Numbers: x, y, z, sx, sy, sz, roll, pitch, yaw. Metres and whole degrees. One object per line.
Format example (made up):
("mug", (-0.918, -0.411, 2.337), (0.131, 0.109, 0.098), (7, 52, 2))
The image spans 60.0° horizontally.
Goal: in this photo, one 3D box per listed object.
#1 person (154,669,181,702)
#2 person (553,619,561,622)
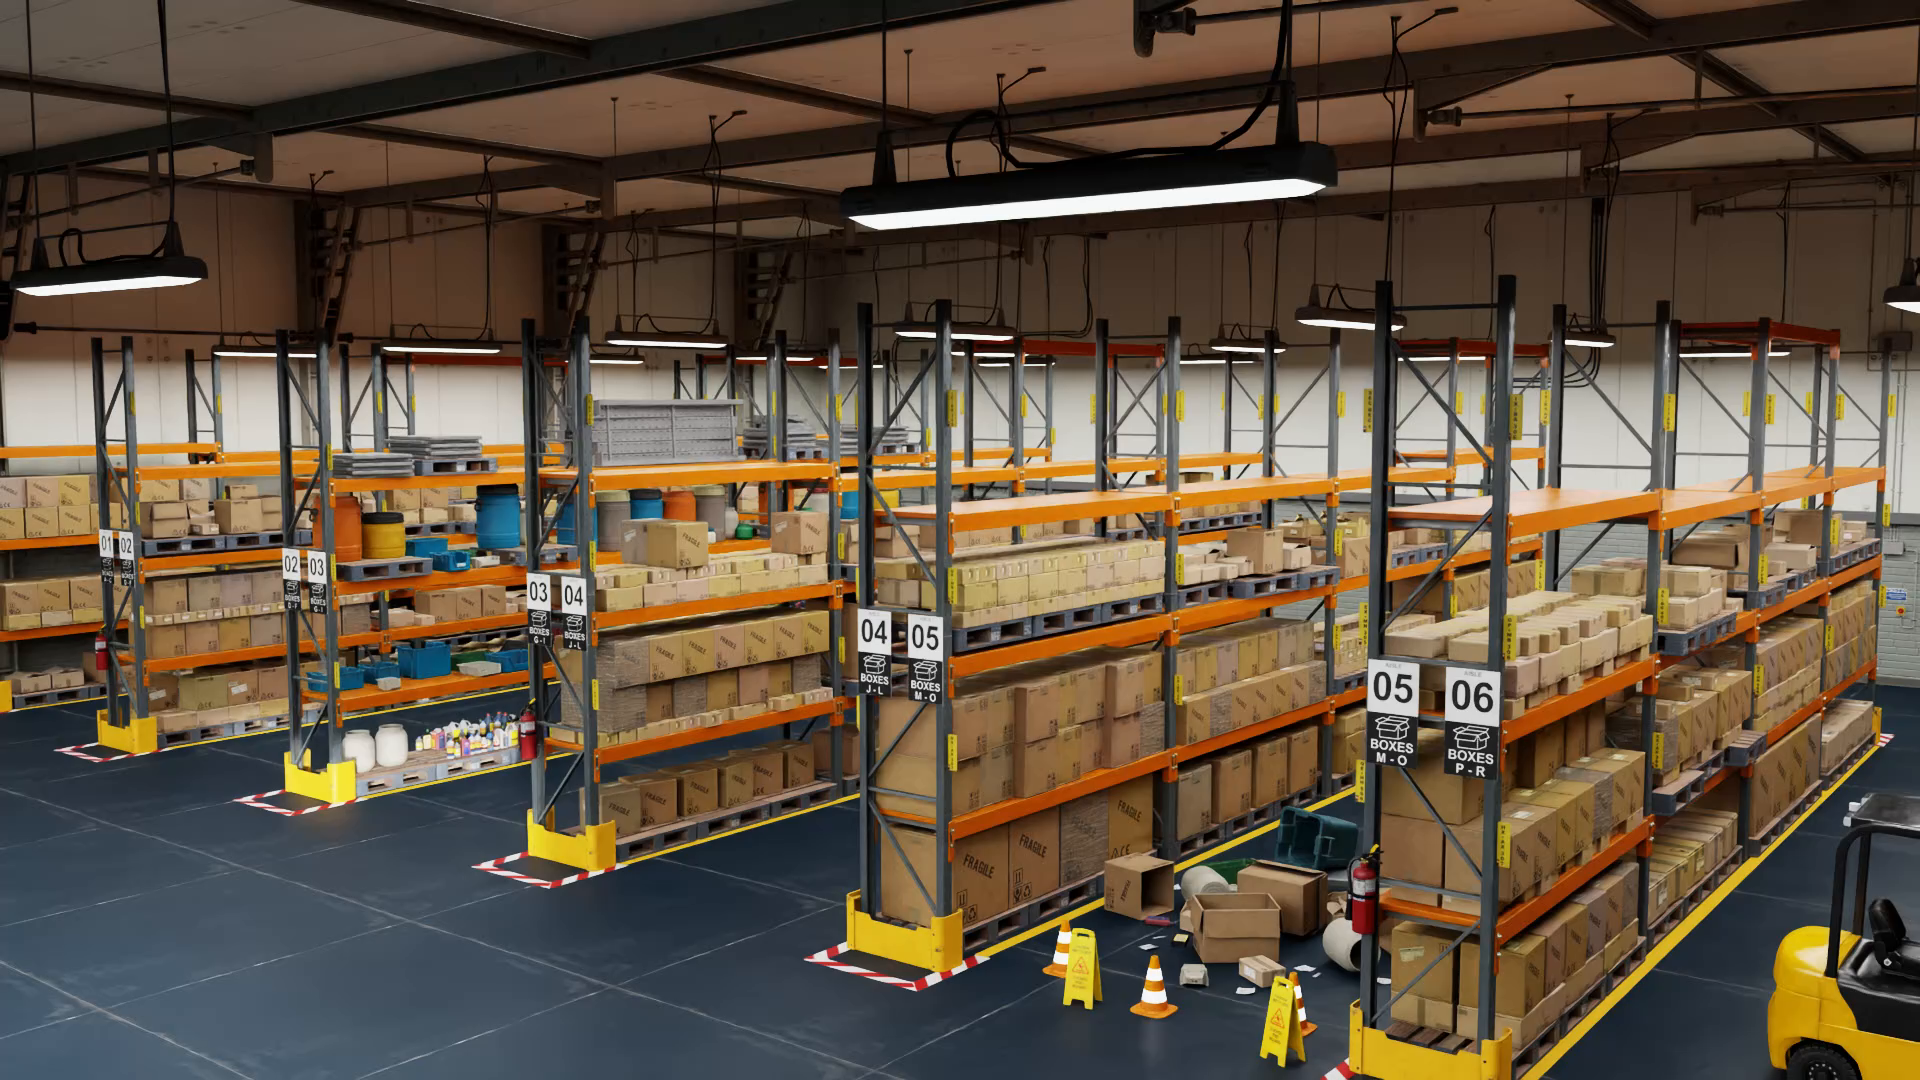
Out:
("person", (-12.698, 2.052, 26.366), (0.467, 1.611, 0.916), (3, 6, 27))
("person", (-8.029, 1.427, 33.848), (0.413, 1.562, 0.768), (3, 6, 35))
